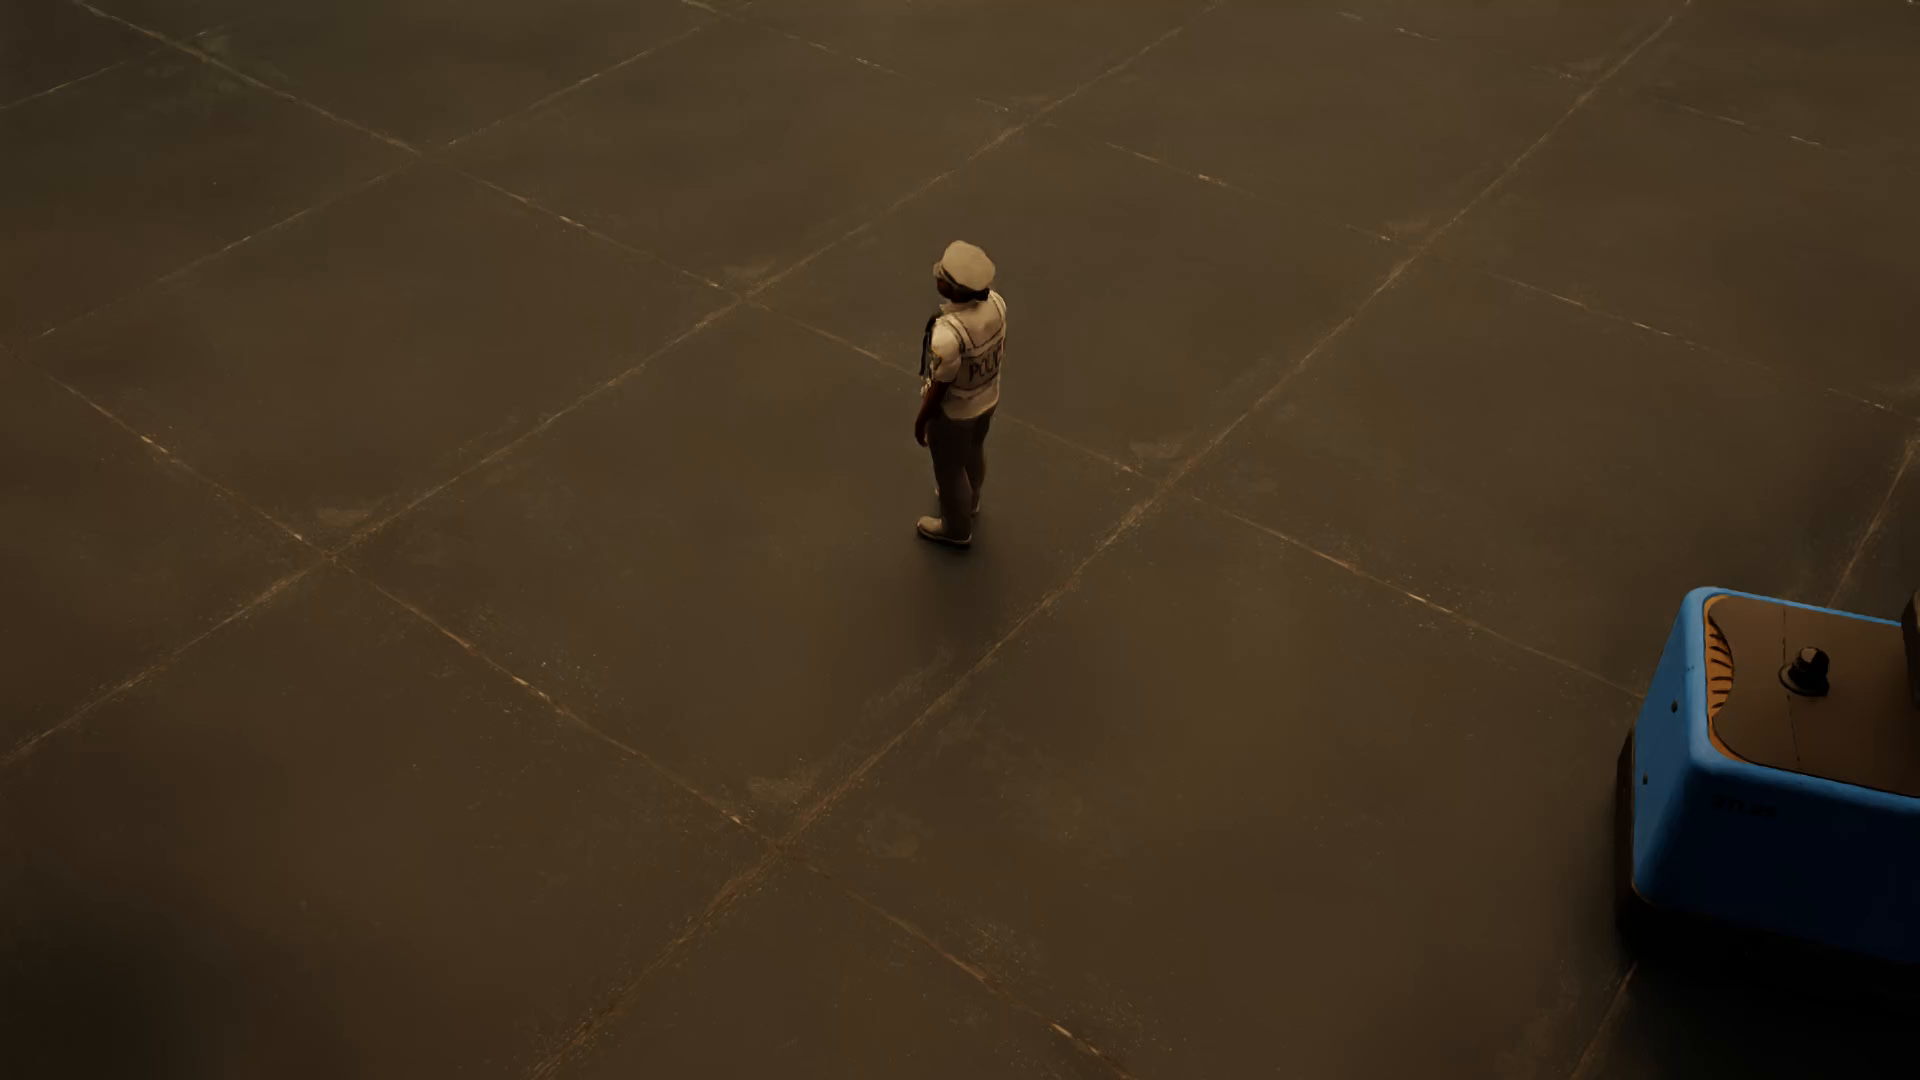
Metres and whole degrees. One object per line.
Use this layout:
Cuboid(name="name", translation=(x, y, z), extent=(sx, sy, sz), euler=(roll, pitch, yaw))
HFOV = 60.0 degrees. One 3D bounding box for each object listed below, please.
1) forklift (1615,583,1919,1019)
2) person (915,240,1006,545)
Cuboid(name="forklift", translation=(4.126, 0.451, 5.545), extent=(3.031, 2.935, 1.130), euler=(12, 42, 13))
Cuboid(name="person", translation=(-0.048, -0.686, 7.829), extent=(0.529, 1.684, 0.570), euler=(26, 47, 28))
